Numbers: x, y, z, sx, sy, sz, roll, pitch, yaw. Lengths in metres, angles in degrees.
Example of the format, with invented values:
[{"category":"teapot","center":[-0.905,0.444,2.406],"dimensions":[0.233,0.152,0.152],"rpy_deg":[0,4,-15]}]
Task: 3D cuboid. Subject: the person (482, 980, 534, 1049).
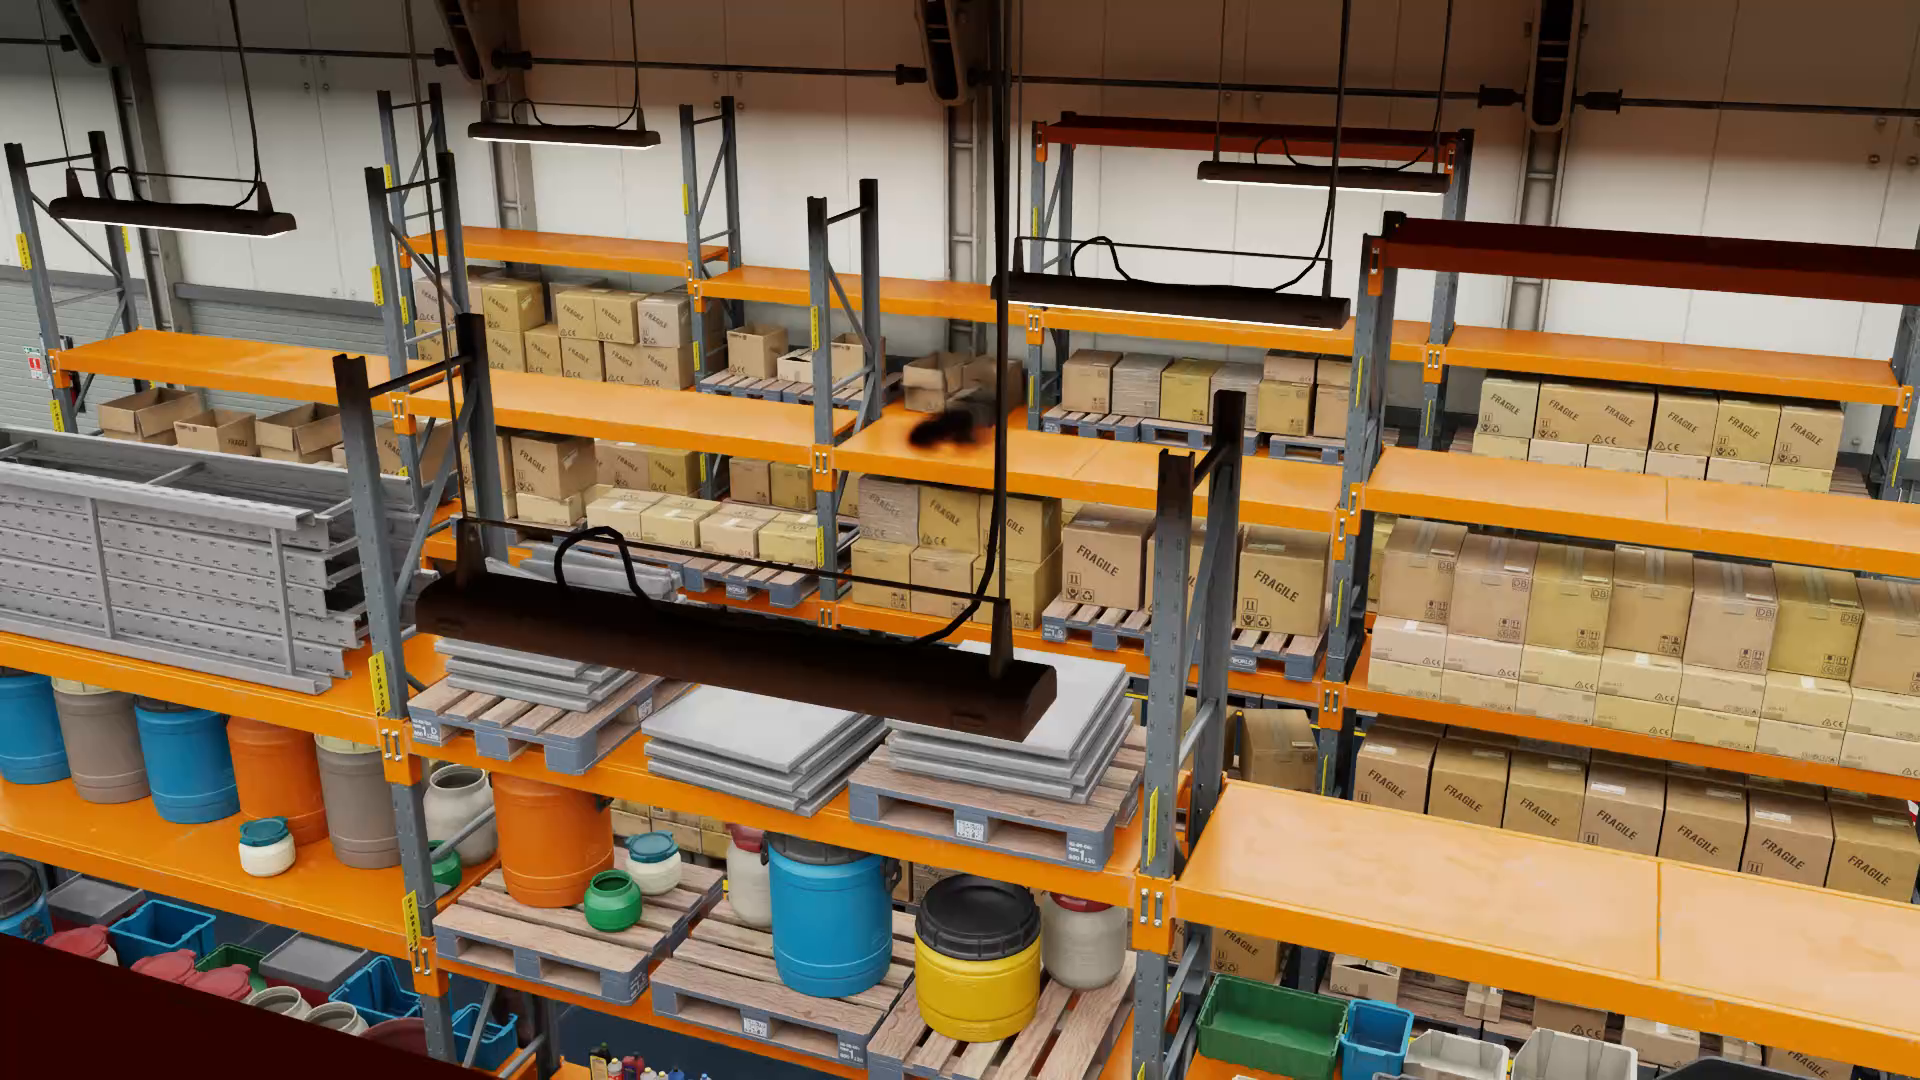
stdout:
[{"category":"person","center":[-3.198,3.109,11.827],"dimensions":[0.744,1.780,0.624],"rpy_deg":[5,22,14]}]
